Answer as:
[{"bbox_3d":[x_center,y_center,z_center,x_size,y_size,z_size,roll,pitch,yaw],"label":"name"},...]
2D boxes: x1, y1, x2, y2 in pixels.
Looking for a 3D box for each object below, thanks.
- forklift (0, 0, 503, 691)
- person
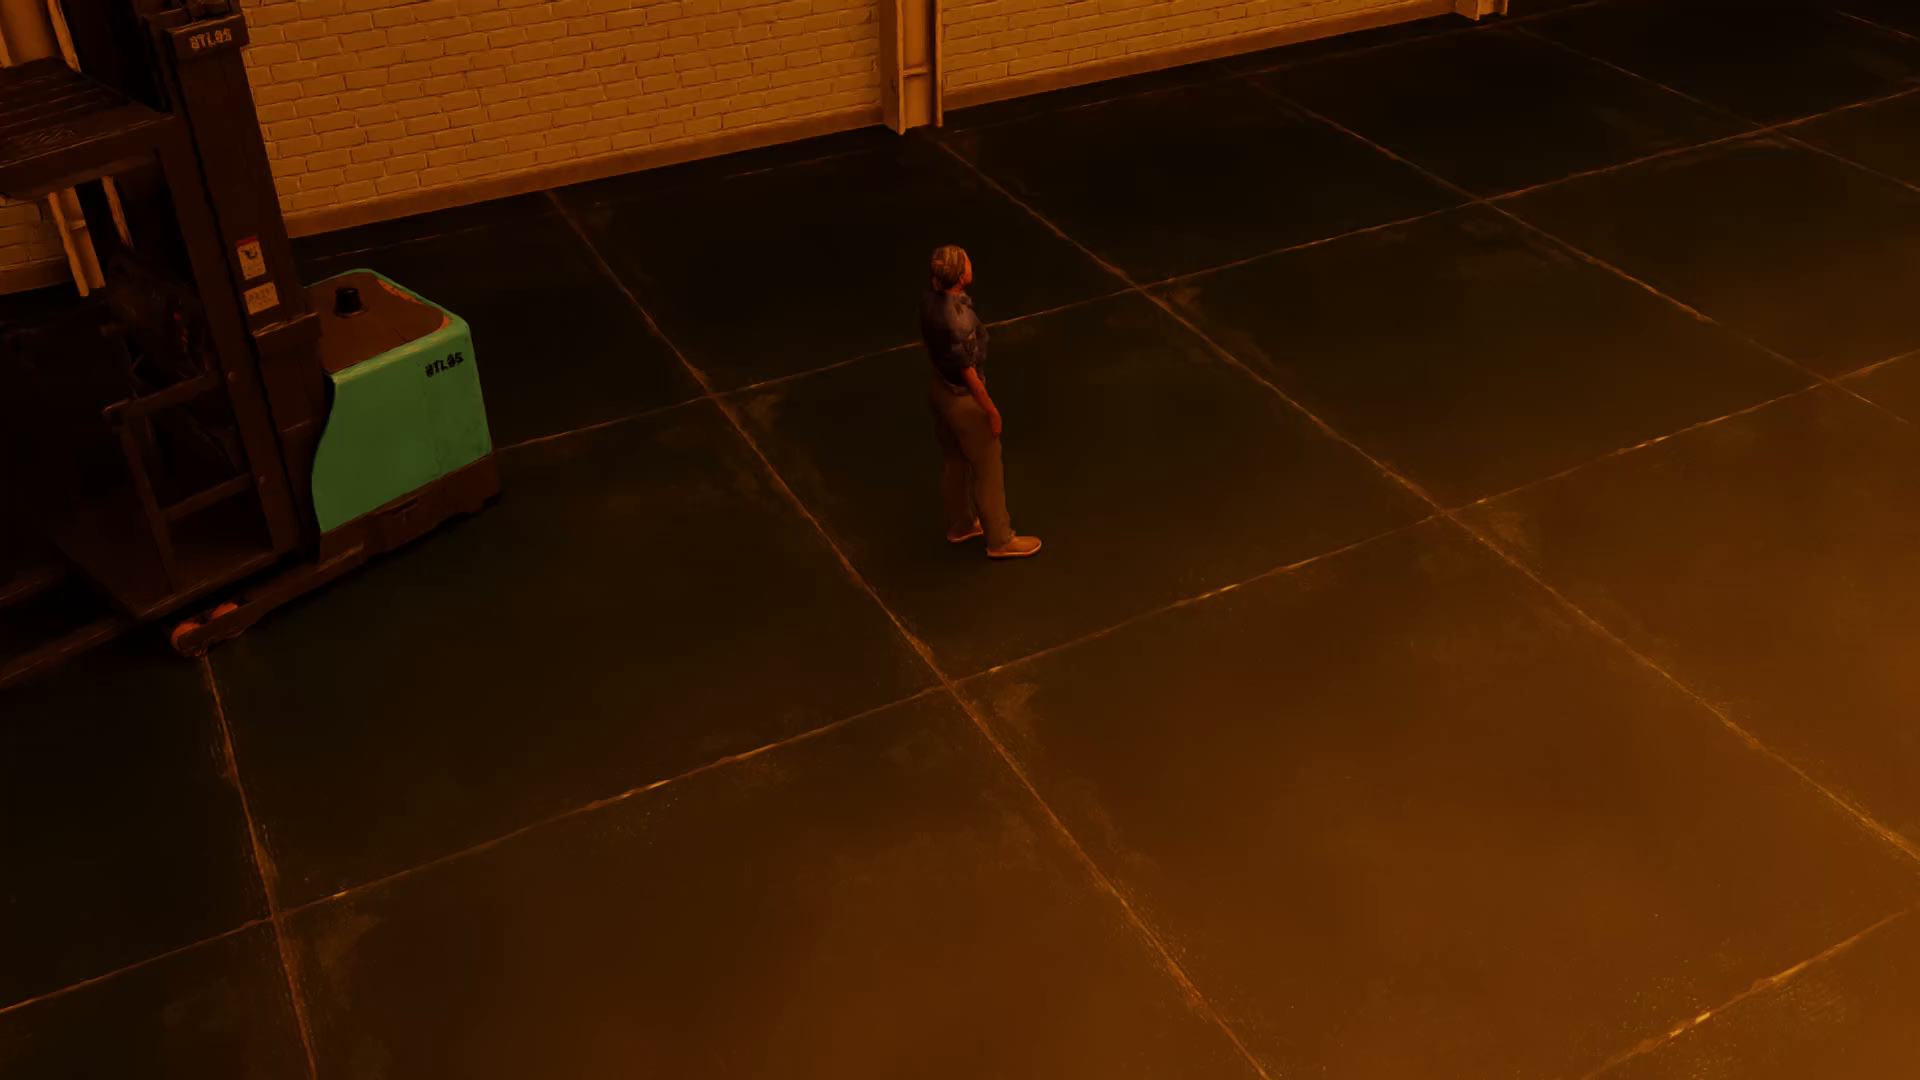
[{"bbox_3d":[-3.818,-0.975,7.503,1.130,2.935,3.031,27,44,33],"label":"forklift"},{"bbox_3d":[0.087,-0.695,8.200,0.503,1.654,0.570,-17,39,-23],"label":"person"}]
